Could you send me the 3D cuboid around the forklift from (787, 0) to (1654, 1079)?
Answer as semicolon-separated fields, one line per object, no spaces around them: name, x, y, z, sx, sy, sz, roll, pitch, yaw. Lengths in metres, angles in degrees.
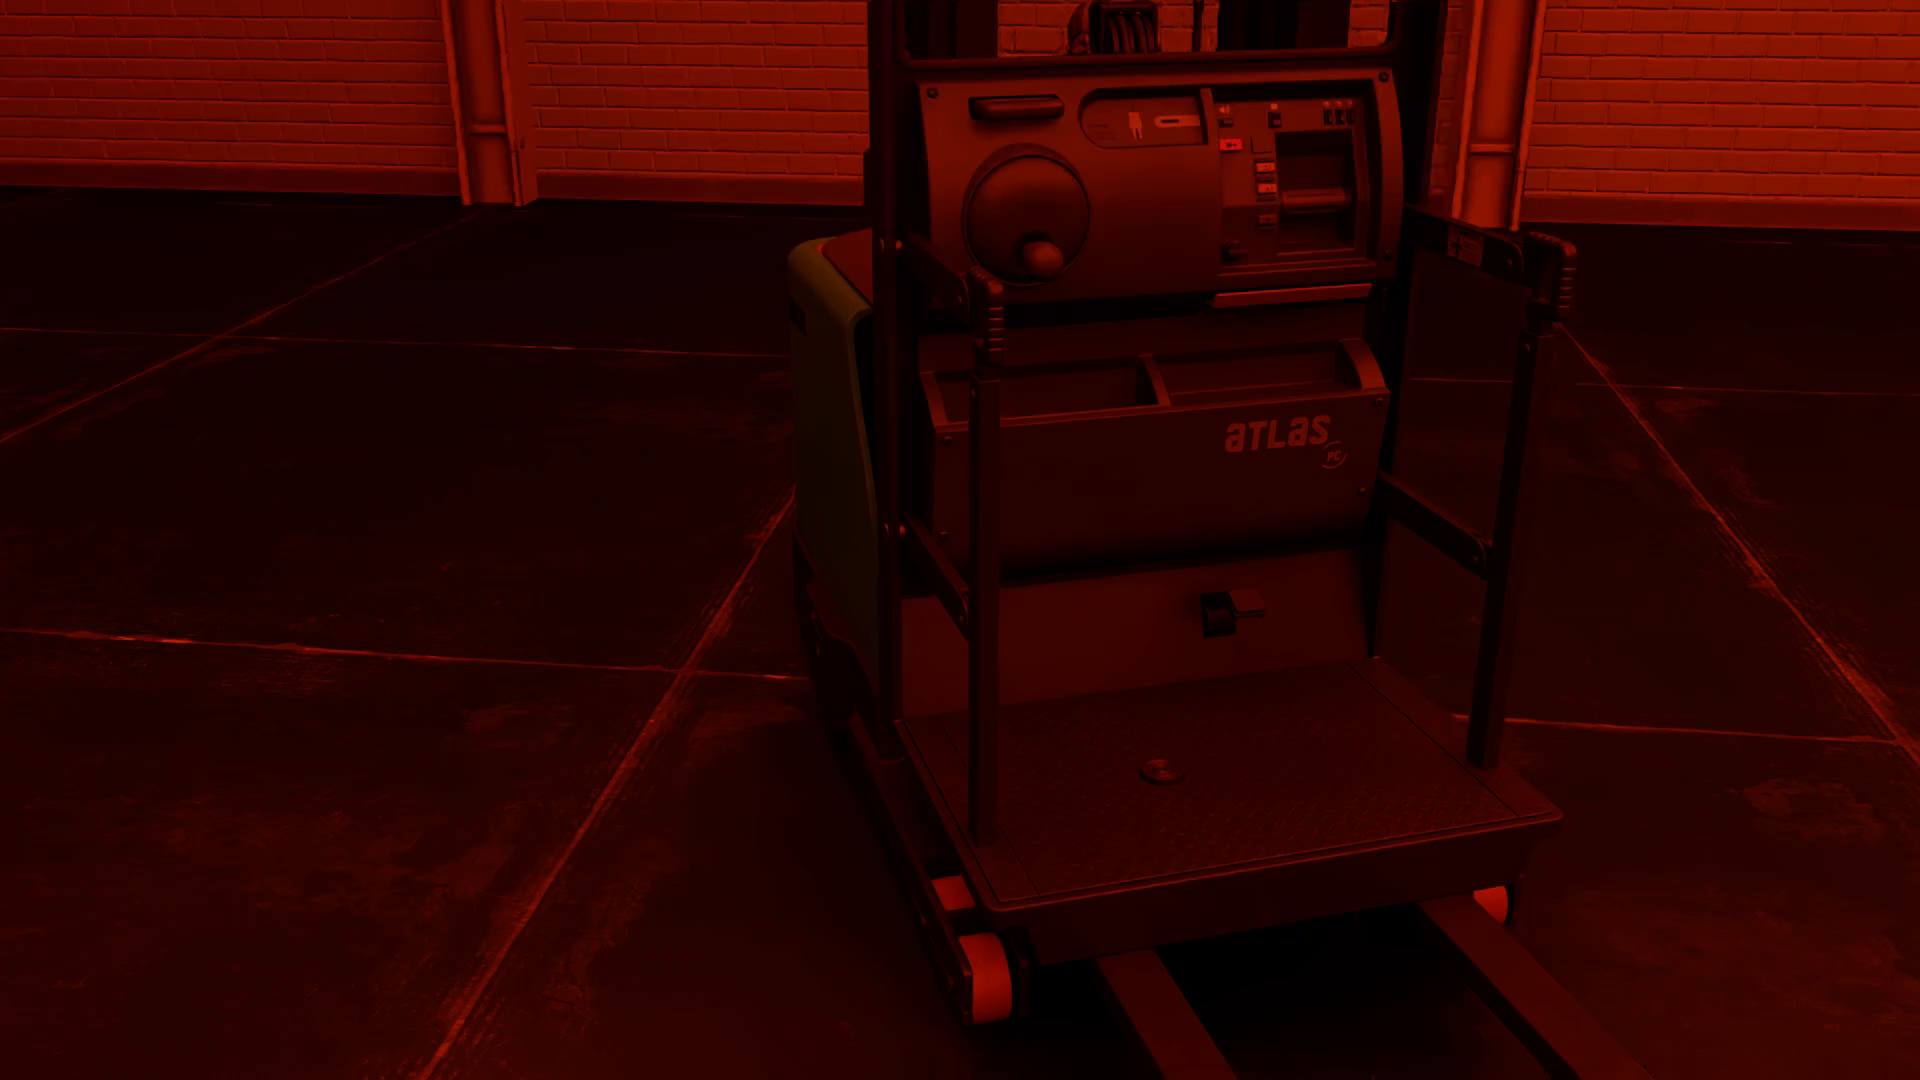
forklift;0.442;-0.647;2.860;1.130;2.935;3.031;-6;23;-15

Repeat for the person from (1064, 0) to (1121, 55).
person;0.458;-0.739;4.866;0.865;1.612;0.635;-5;23;-13
